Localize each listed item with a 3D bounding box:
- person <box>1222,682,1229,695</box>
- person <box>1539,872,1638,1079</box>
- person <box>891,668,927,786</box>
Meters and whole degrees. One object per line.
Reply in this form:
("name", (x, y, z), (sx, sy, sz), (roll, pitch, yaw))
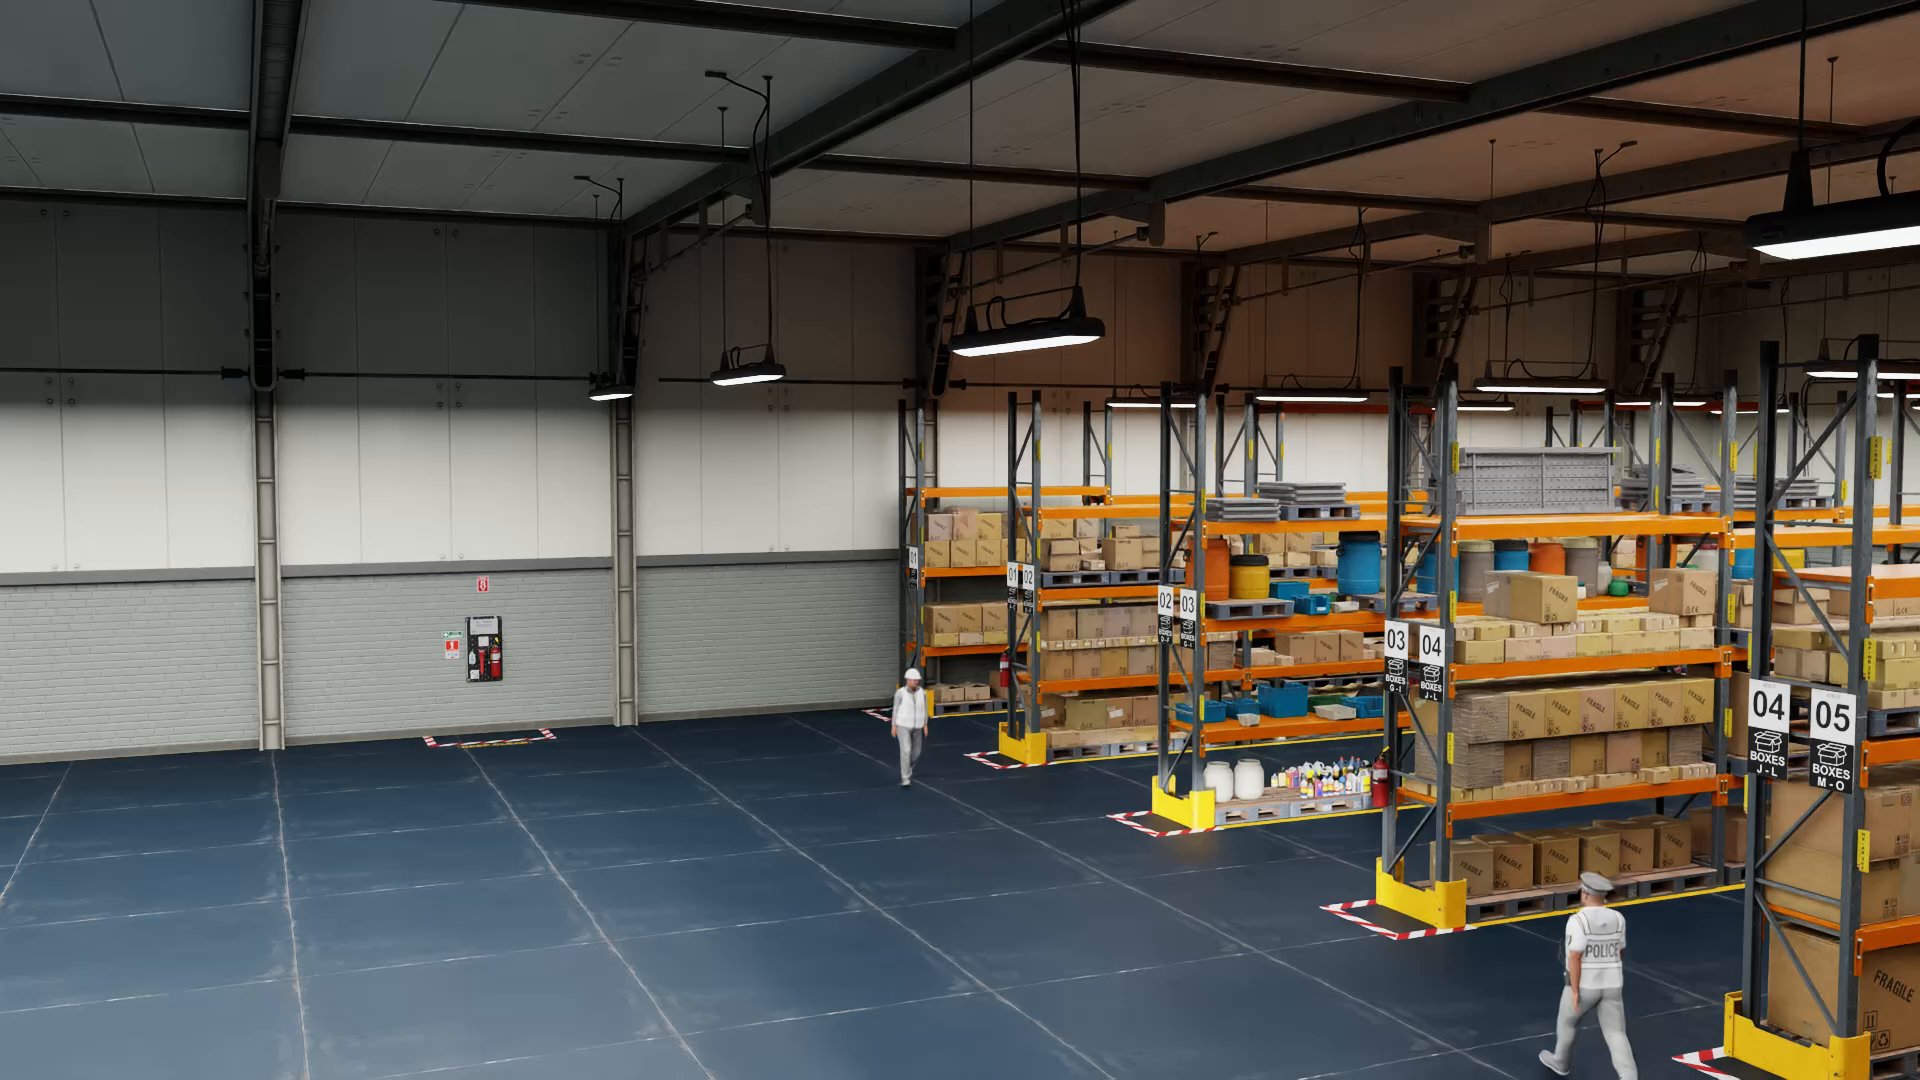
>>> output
("person", (4.843, 2.432, 32.299), (1.050, 1.618, 0.496), (-3, 4, -38))
("person", (5.049, 3.523, 13.269), (0.536, 1.703, 1.086), (-1, 3, -9))
("person", (-0.769, 2.816, 25.278), (0.547, 1.753, 0.832), (-2, 4, -27))
